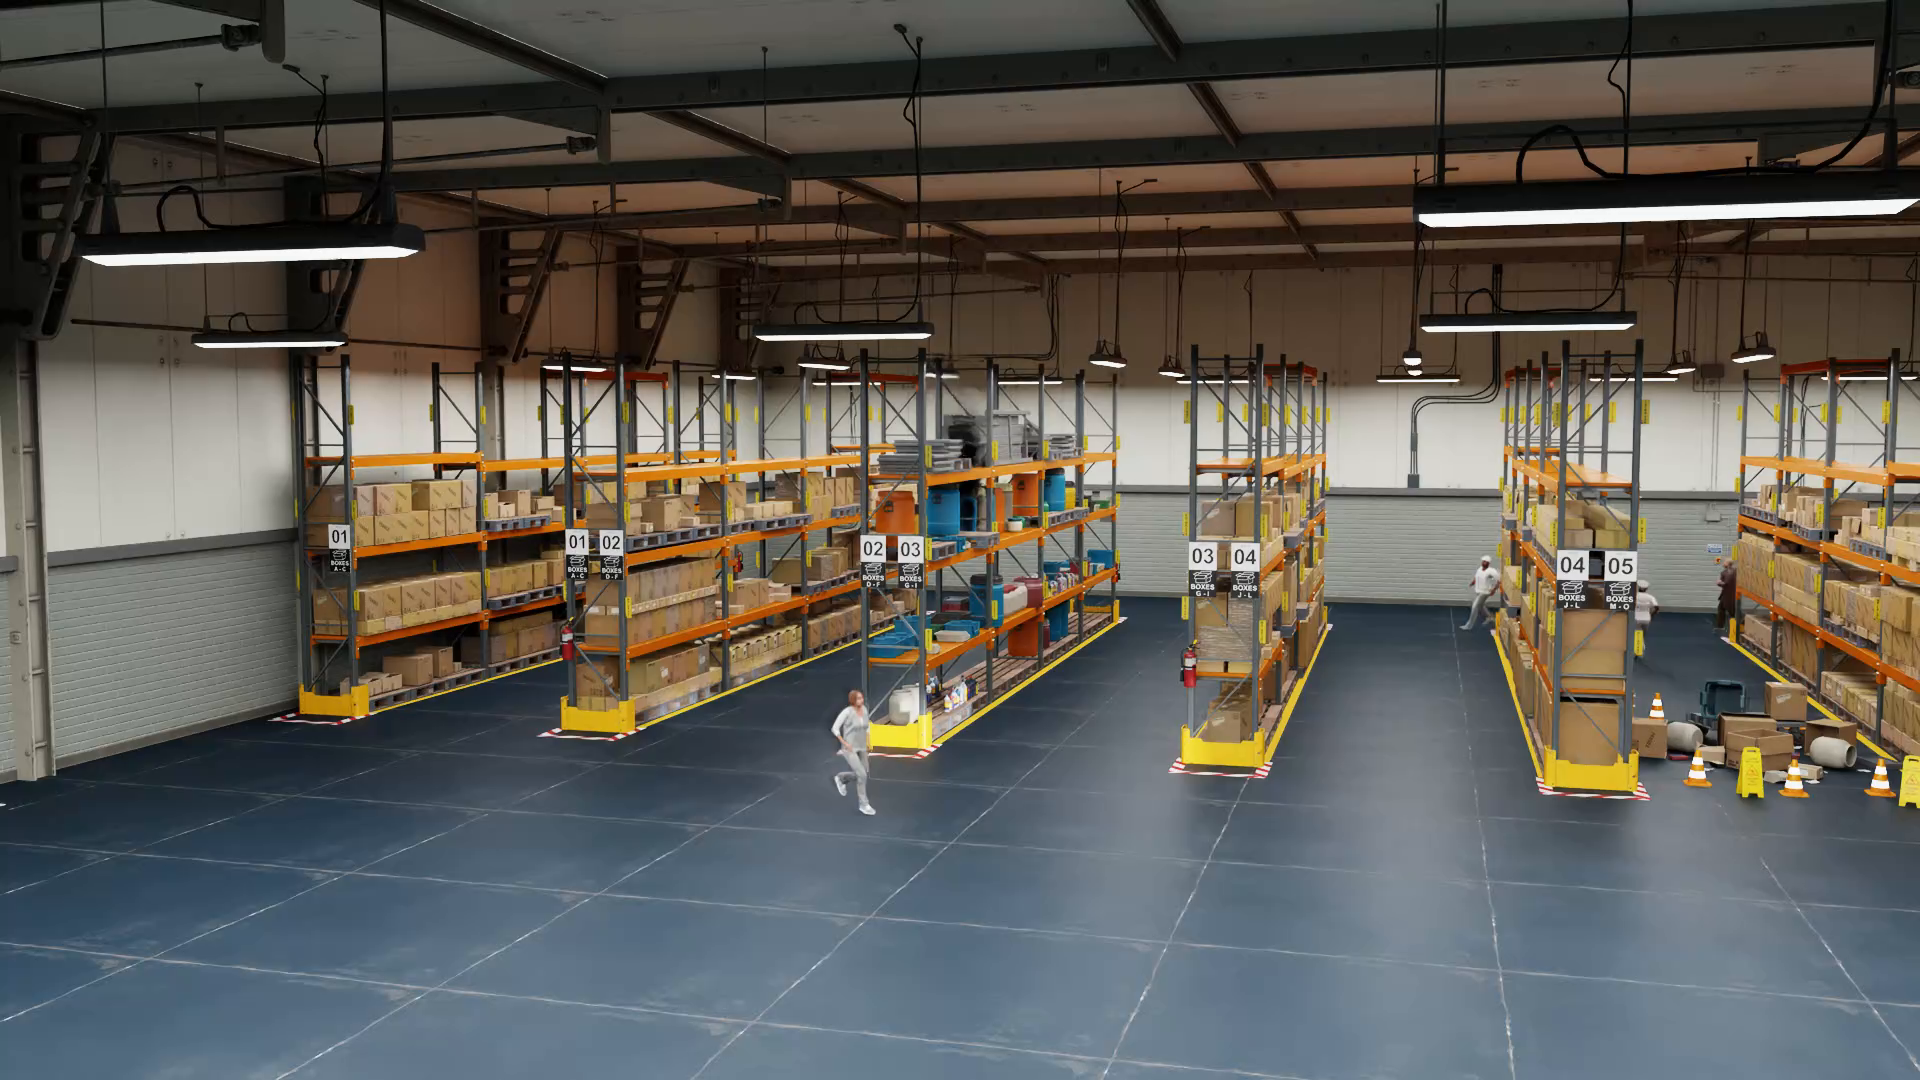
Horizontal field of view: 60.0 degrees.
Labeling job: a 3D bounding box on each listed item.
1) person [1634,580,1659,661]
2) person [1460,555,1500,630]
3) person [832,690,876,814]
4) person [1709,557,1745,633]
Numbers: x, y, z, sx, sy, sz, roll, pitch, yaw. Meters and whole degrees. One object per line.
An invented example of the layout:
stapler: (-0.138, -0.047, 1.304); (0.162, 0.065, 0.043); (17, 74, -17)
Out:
person: (13.808, 1.657, 33.667); (0.578, 1.691, 0.792); (0, 4, 5)
person: (12.158, 1.221, 38.703); (0.971, 1.730, 0.761); (-1, 4, -17)
person: (-1.371, 2.659, 21.027); (0.559, 1.576, 0.695); (-4, 6, -44)
person: (17.562, 1.297, 37.885); (0.945, 1.808, 0.713); (2, 5, 30)
